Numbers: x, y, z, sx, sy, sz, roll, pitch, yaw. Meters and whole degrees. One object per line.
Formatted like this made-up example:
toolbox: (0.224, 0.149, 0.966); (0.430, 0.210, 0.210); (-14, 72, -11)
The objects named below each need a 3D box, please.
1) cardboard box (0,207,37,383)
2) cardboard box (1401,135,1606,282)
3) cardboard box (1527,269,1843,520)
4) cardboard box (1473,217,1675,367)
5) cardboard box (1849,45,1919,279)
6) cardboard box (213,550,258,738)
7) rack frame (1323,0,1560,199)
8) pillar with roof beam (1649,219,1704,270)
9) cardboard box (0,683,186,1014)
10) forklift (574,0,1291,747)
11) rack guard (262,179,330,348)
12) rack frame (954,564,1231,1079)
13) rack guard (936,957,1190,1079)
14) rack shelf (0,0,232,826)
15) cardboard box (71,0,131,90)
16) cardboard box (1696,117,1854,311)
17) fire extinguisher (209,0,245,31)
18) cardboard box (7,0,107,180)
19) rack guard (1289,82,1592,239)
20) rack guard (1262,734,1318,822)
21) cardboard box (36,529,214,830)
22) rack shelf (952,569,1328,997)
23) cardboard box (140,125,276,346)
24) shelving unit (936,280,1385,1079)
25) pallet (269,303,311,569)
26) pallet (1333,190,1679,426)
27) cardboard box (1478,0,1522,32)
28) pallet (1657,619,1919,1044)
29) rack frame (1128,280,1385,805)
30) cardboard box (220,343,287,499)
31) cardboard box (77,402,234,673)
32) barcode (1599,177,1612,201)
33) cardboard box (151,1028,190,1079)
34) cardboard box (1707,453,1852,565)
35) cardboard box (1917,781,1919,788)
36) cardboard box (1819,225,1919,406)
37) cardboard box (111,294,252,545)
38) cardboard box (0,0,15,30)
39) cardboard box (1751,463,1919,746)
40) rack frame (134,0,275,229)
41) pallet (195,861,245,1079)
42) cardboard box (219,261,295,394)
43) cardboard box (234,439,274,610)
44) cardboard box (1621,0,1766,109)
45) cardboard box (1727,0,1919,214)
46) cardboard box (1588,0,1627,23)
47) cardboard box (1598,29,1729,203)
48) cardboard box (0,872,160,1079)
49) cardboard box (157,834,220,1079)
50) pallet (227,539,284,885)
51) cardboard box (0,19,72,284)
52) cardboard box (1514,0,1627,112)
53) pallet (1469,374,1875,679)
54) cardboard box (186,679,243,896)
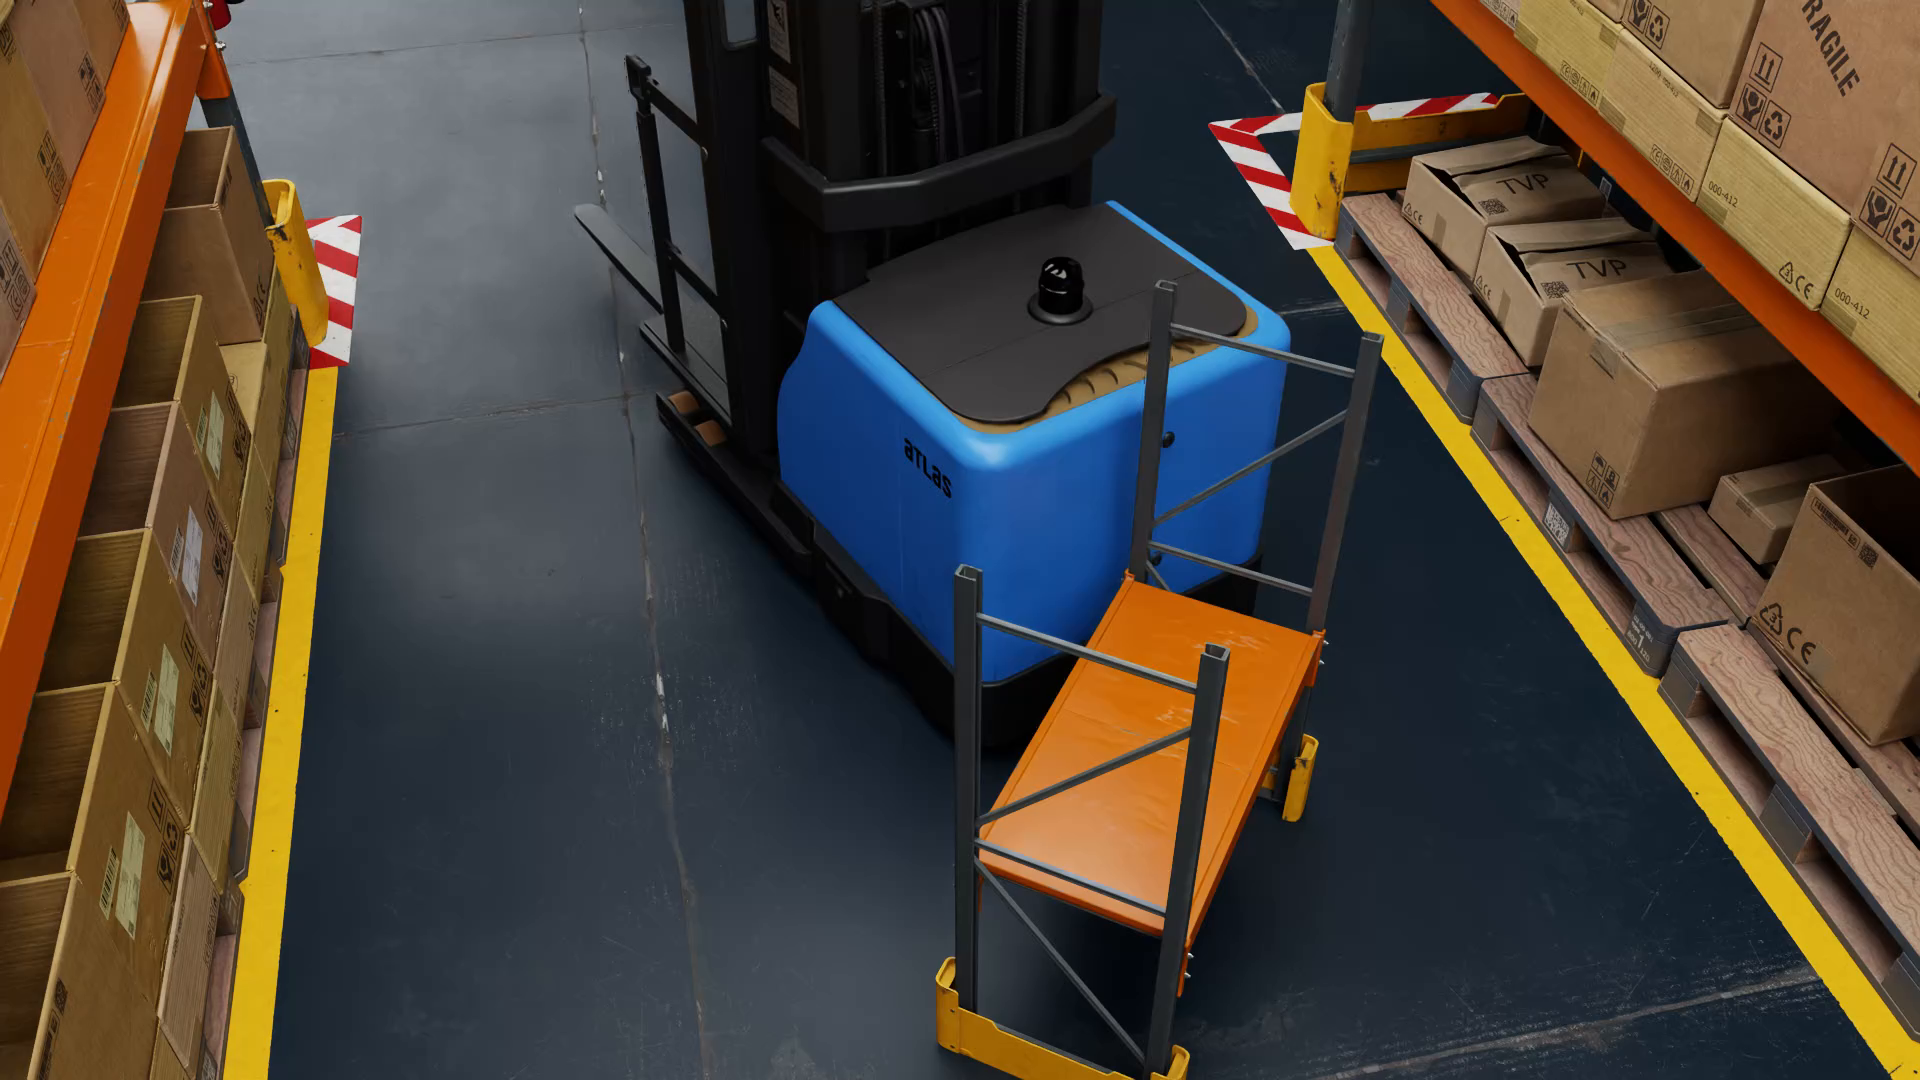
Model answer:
cardboard box: (-2.486, -0.567, 3.554); (0.700, 0.500, 0.500); (-7, 42, -8)
cardboard box: (1.987, -1.247, 6.089); (0.500, 0.311, 0.500); (-13, 43, -14)
cardboard box: (2.219, -0.465, 5.066); (0.700, 0.500, 0.500); (-11, 43, -12)
cardboard box: (2.110, -0.877, 5.673); (0.500, 0.311, 0.500); (-5, 42, -6)
cardboard box: (2.271, -0.773, 3.395); (0.500, 0.500, 0.500); (-9, 42, -10)
cardboard box: (-2.171, 0.310, 4.396); (0.500, 0.250, 0.500); (-8, 42, -9)
rack frame: (1.925, -2.549, 5.862); (1.000, 3.000, 0.127); (-8, 42, -9)
pillar with roof beam: (-1.283, -3.846, 2.804); (9.100, 9.000, 0.400); (-8, 42, -9)
cardboard box: (-1.958, 0.678, 3.417); (0.500, 0.500, 0.500); (-8, 42, -9)
forklift: (-0.360, -1.483, 4.713); (1.130, 2.935, 3.031); (-24, 47, -24)
rack guard: (-2.916, -0.918, 5.907); (1.175, 0.500, 0.348); (-8, 42, -9)
rack frame: (0.221, 0.682, 3.352); (0.500, 1.500, 0.032); (17, 44, 19)
rack guard: (0.222, 1.149, 3.768); (0.587, 0.250, 0.087); (17, 44, 19)
rack shelf: (-2.479, -0.272, 3.838); (1.077, 0.370, 4.000); (-8, 42, -9)
cardboard box: (-2.823, -1.570, 4.684); (0.700, 0.500, 0.500); (-8, 42, -9)
cardboard box: (2.167, -0.819, 4.012); (0.500, 0.250, 0.500); (-9, 42, -10)
fire extinguisher: (-2.483, -1.951, 5.247); (0.296, 0.674, 0.183); (-8, 42, -9)
cardboard box: (-2.705, -1.230, 4.301); (0.700, 0.500, 0.500); (-7, 42, -8)
rack guard: (1.941, -1.565, 6.637); (1.175, 0.500, 0.348); (-8, 42, -9)
rack guard: (0.647, 0.551, 4.441); (0.587, 0.250, 0.087); (17, 44, 19)
cardboard box: (-2.058, 0.353, 3.783); (0.500, 0.500, 0.500); (-8, 42, -9)
rack shelf: (0.438, 0.511, 3.815); (0.538, 0.185, 1.000); (17, 44, 19)
cardboard box: (-2.505, -0.941, 5.241); (0.500, 0.500, 0.500); (-8, 42, -9)
shelving unit: (0.434, 0.382, 3.689); (0.587, 1.500, 1.083); (17, 44, 19)
pallet: (-2.705, -0.305, 5.434); (1.003, 0.211, 1.213); (-8, 42, -9)
pallet: (2.082, -0.926, 6.134); (1.003, 0.211, 1.213); (-8, 42, -9)
cardboard box: (1.846, -1.804, 5.121); (0.500, 0.250, 0.500); (-10, 42, -11)
pallet: (2.609, 0.656, 4.352); (1.003, 0.211, 1.213); (-8, 42, -9)
rack frame: (0.655, 0.072, 4.039); (0.500, 1.500, 0.032); (17, 44, 19)
cardboard box: (-2.387, -0.338, 5.126); (0.500, 0.250, 0.500); (-8, 42, -9)
cardboard box: (-2.168, 0.029, 4.148); (0.500, 0.500, 0.500); (-8, 42, -9)
barcode: (2.381, -1.296, 6.137); (0.001, 0.075, 0.075); (-8, 42, -9)
cardboard box: (-1.852, 1.283, 3.300); (0.500, 0.250, 0.500); (-8, 42, -9)
cardboard box: (2.463, -0.094, 4.913); (0.380, 0.149, 0.250); (-12, 43, -13)
cardboard box: (2.644, 0.596, 4.122); (0.380, 0.166, 0.250); (-14, 43, -15)
cardboard box: (2.291, -0.496, 3.647); (0.500, 0.250, 0.500); (-8, 42, -9)
cardboard box: (-2.275, -0.295, 4.513); (0.500, 0.500, 0.500); (-8, 42, -9)
cardboard box: (-2.420, -1.228, 3.810); (0.380, 0.149, 0.250); (-7, 42, -8)
cardboard box: (2.525, 0.147, 4.377); (0.500, 0.500, 0.500); (-11, 43, -12)
rack frame: (-2.911, -1.837, 5.060); (1.000, 3.000, 0.127); (-8, 42, -9)
pallet: (-2.178, 1.277, 3.652); (1.003, 0.211, 1.213); (-8, 42, -9)
cardboard box: (-2.507, -0.661, 5.490); (0.500, 0.250, 0.500); (-8, 42, -9)
cardboard box: (-2.277, -0.014, 4.762); (0.500, 0.250, 0.500); (-8, 42, -9)
cardboard box: (2.060, -1.438, 4.144); (0.500, 0.500, 0.500); (-7, 42, -8)
cardboard box: (2.173, -1.101, 3.764); (0.500, 0.500, 0.500); (-9, 42, -11)
cardboard box: (1.937, -1.771, 4.519); (0.500, 0.500, 0.500); (-10, 42, -11)
cardboard box: (2.057, -1.145, 4.379); (0.500, 0.250, 0.500); (-8, 42, -9)
cardboard box: (-1.842, 1.001, 3.053); (0.500, 0.500, 0.500); (-8, 42, -9)
cardboard box: (-1.955, 0.958, 3.666); (0.500, 0.250, 0.500); (-8, 42, -9)
pallet: (-2.445, 0.485, 4.545); (1.003, 0.211, 1.213); (-8, 42, -9)
cardboard box: (-2.603, -0.908, 3.938); (0.700, 0.500, 0.500); (-8, 42, -9)
cardboard box: (1.951, -1.473, 4.748); (0.500, 0.250, 0.500); (-9, 42, -10)
pallet: (2.342, -0.136, 5.245); (1.003, 0.211, 1.213); (-8, 42, -9)
cardboard box: (-2.058, 0.633, 4.032); (0.500, 0.250, 0.500); (-8, 42, -9)
